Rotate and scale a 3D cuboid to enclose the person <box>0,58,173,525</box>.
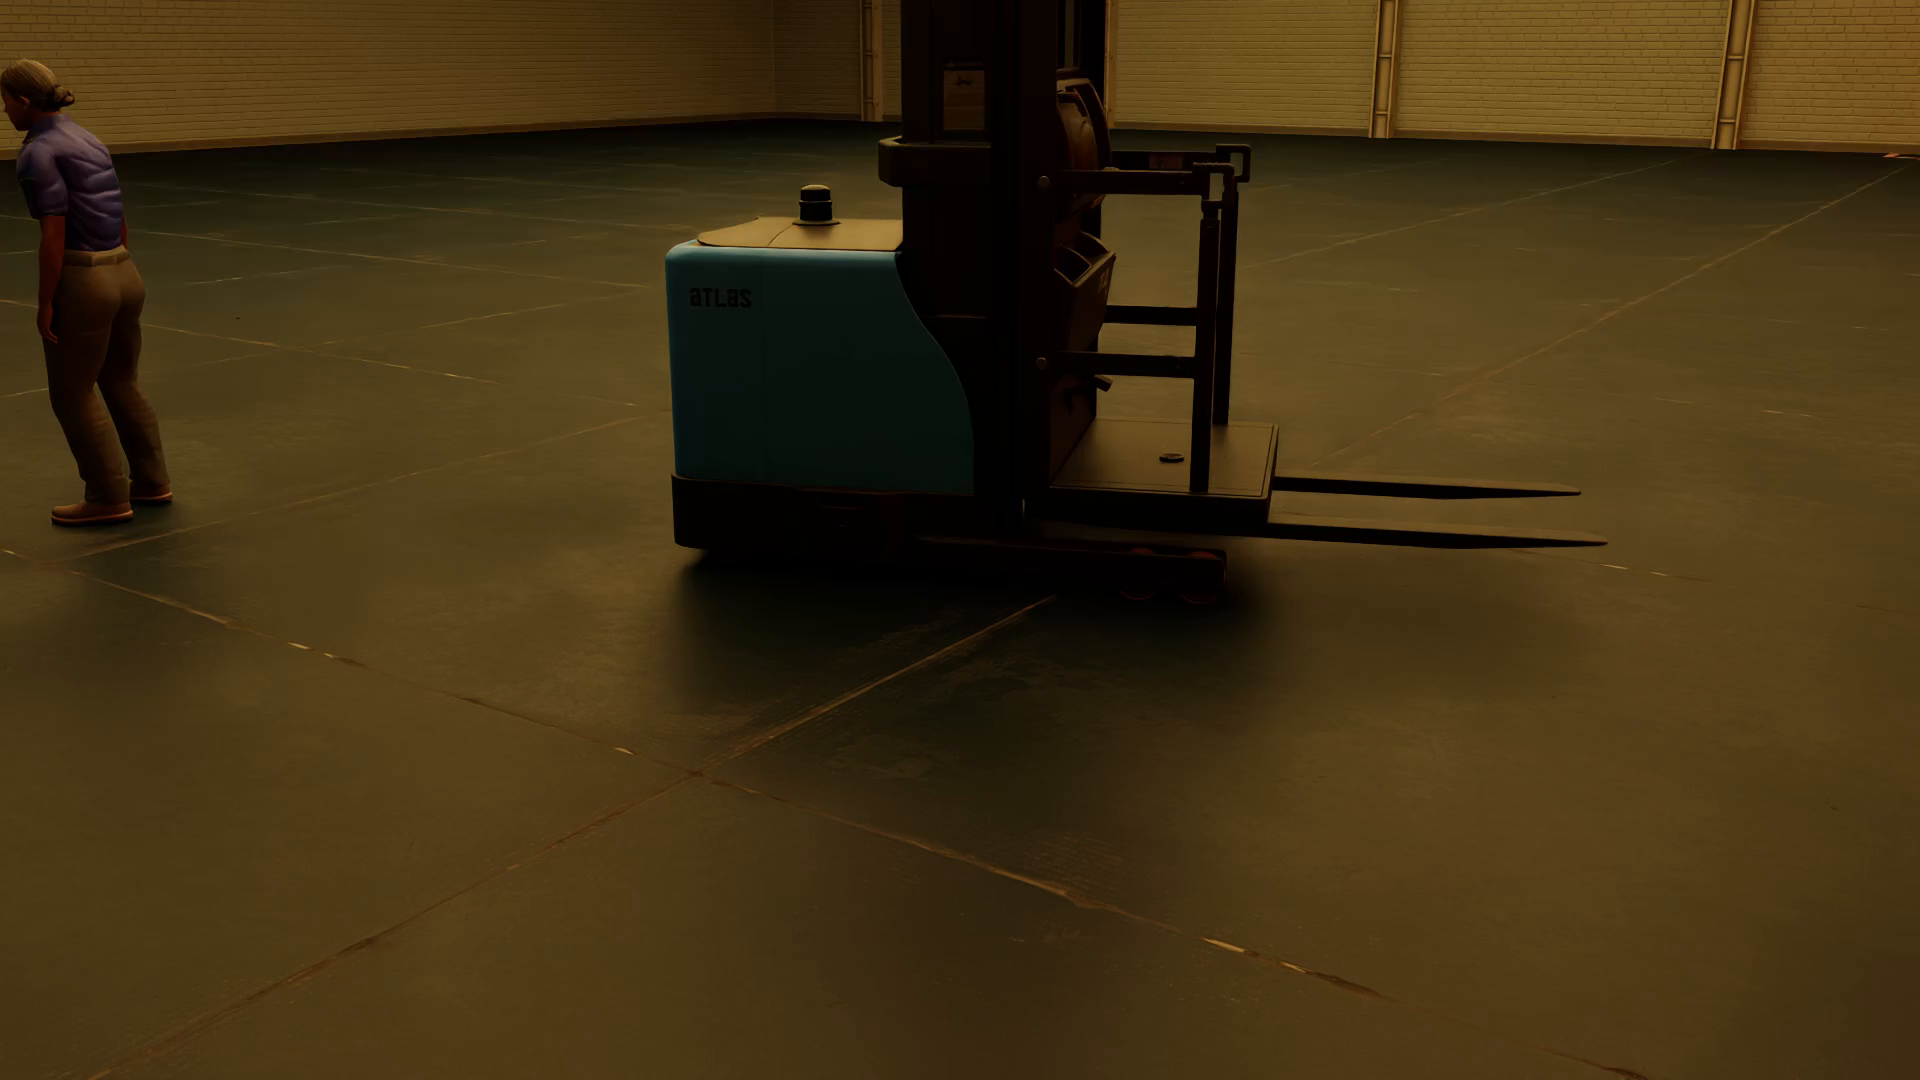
[{"bbox_3d":[-3.189,-0.896,6.062,0.351,1.653,0.526,1,17,5],"label":"person"}]

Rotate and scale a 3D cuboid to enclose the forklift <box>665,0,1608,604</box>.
[{"bbox_3d":[0.595,-1.367,5.404,3.031,2.935,1.130,4,17,12],"label":"forklift"}]
